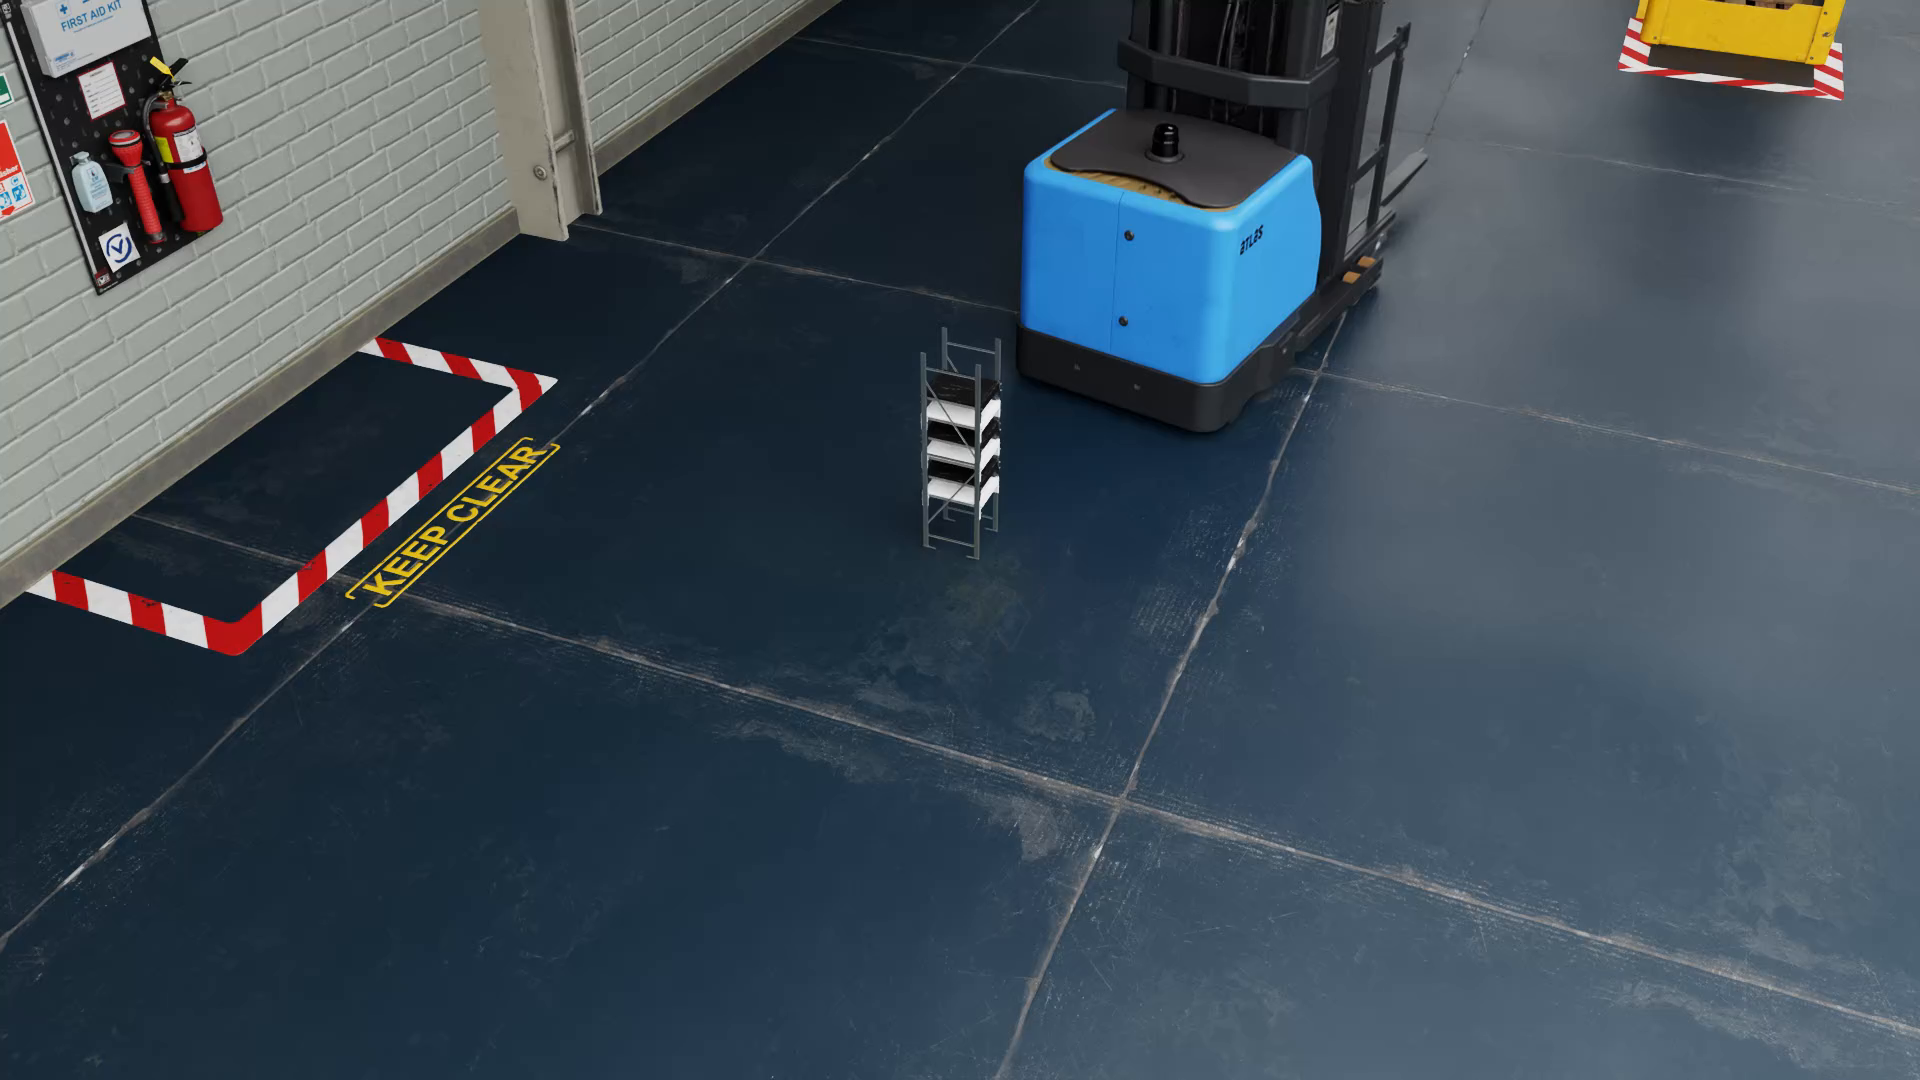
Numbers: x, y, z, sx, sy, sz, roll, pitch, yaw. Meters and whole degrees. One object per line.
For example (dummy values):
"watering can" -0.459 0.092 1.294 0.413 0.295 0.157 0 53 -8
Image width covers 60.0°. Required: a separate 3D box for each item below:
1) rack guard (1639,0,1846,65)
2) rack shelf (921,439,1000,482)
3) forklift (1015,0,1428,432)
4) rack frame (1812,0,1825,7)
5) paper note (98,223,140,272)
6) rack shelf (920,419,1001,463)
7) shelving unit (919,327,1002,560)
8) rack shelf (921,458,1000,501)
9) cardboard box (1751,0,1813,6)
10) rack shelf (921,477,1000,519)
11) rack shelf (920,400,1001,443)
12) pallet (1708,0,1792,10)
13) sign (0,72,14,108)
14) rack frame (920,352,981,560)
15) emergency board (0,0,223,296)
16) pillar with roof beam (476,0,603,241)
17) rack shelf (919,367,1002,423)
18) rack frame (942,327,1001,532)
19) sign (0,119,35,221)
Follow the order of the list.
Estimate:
"rack guard" 5.205 -3.538 11.066 1.175 0.500 0.348 14 39 18
"rack shelf" 0.003 -0.338 6.507 0.258 0.077 0.200 14 39 18
"forklift" 1.488 -2.491 7.634 1.130 2.935 3.031 22 42 26
"rack frame" 5.214 -4.552 10.335 1.000 3.000 0.127 14 39 18
"paper note" -3.292 -1.147 6.514 0.016 0.148 0.142 14 39 18
"rack shelf" 0.003 -0.410 6.453 0.258 0.077 0.200 14 39 18
"shelving unit" 0.003 -0.365 6.487 0.258 0.900 0.210 14 39 18
"rack shelf" 0.003 -0.266 6.560 0.258 0.077 0.200 14 39 18
"cardboard box" 5.623 -3.865 11.362 0.500 0.250 0.500 14 39 18
"rack shelf" 0.003 -0.194 6.614 0.258 0.077 0.200 14 39 18
"rack shelf" 0.003 -0.482 6.399 0.258 0.077 0.200 14 39 18
"pallet" 5.466 -3.868 11.749 1.003 0.211 1.213 14 39 18
"sign" -3.457 -1.526 5.814 0.001 0.109 0.331 14 39 18
"rack frame" -0.036 -0.309 6.411 0.240 0.900 0.006 14 39 18
"emergency board" -3.161 -1.582 6.361 0.194 1.169 0.643 14 39 18
"pillar with roof beam" 1.796 -4.364 5.072 9.100 9.000 0.400 14 39 18
"rack shelf" 0.003 -0.555 6.345 0.258 0.077 0.200 14 39 18
"rack frame" 0.042 -0.421 6.562 0.240 0.900 0.006 14 39 18
"sign" -3.467 -1.313 5.972 0.001 0.329 0.234 14 39 18
